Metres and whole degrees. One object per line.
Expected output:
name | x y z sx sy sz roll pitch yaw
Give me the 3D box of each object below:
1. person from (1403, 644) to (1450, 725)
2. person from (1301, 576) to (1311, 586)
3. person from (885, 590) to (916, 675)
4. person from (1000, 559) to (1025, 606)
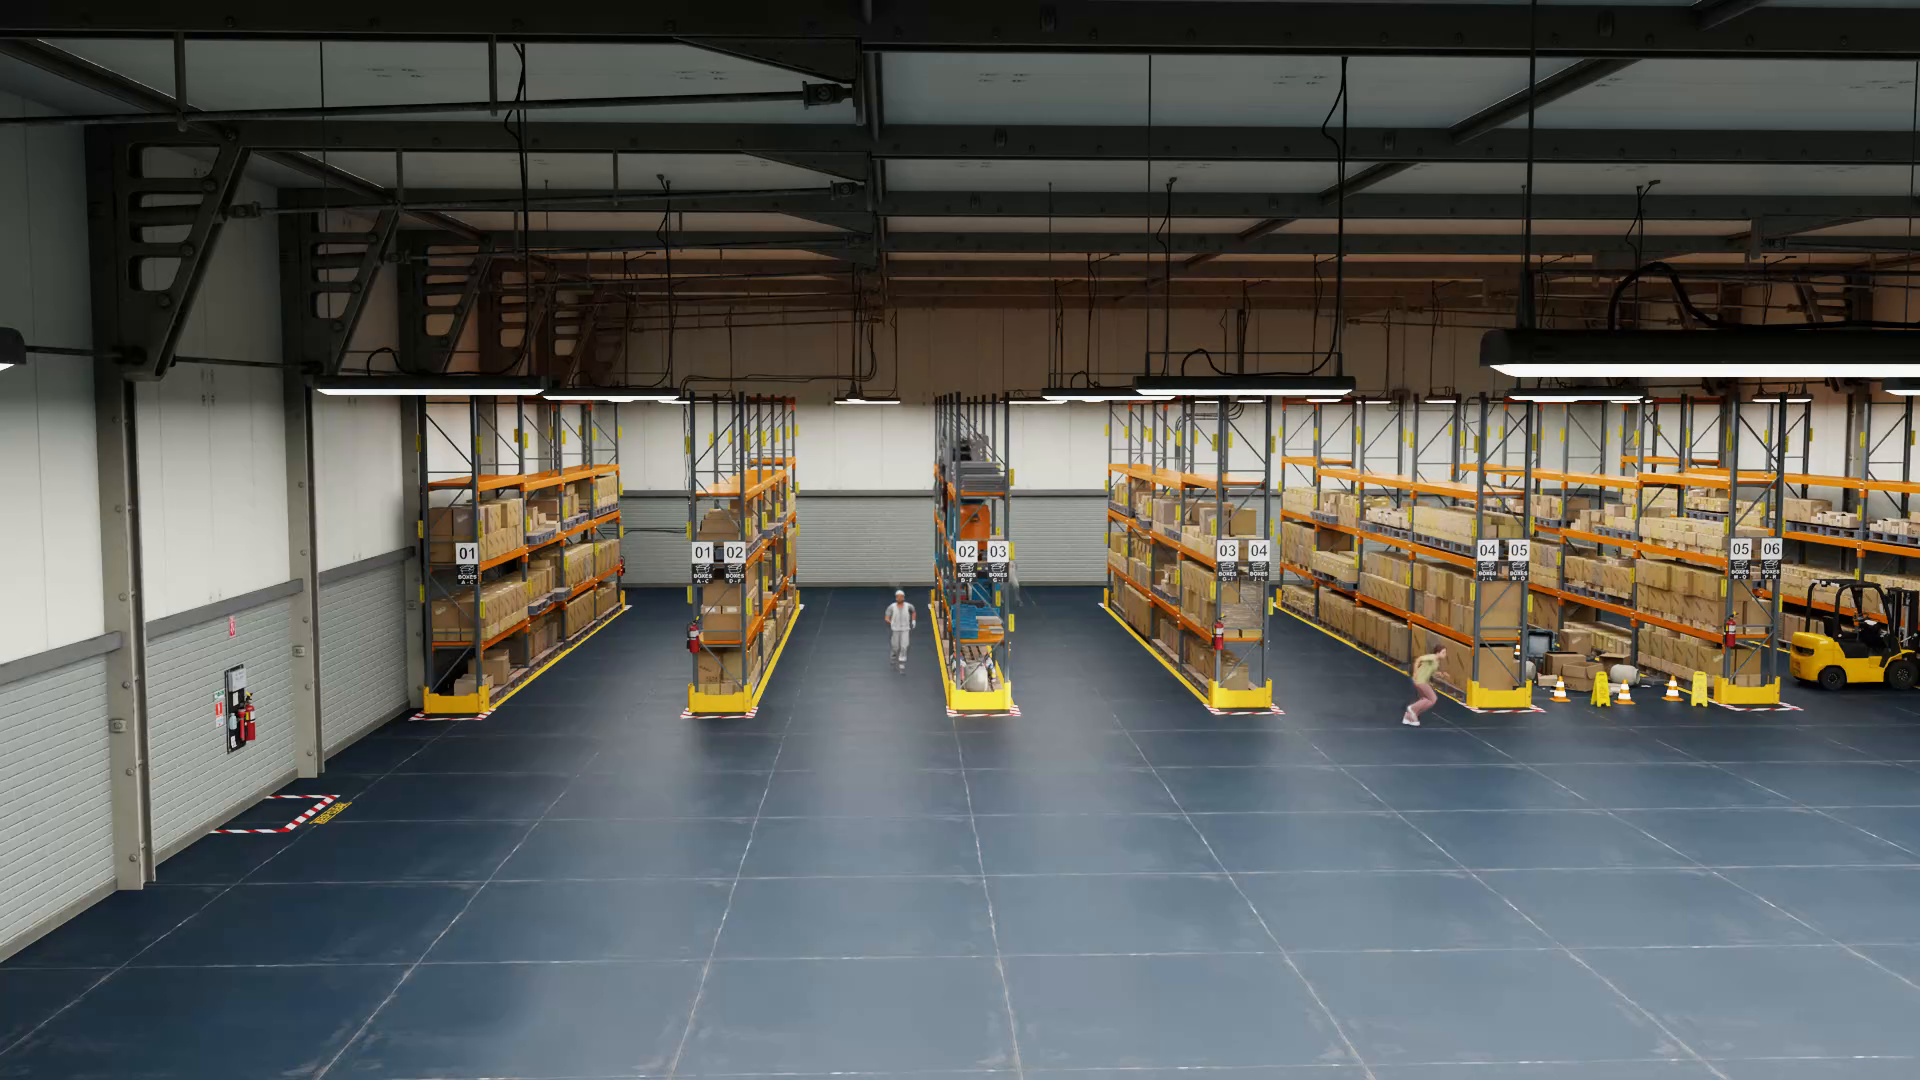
person | 8.326 2.596 29.736 0.812 1.500 0.607 3 5 33
person | 10.392 0.989 49.405 0.711 1.592 0.533 -1 5 -17
person | -1.280 1.968 35.833 0.667 1.786 0.956 0 5 -5
person | 1.334 1.030 47.948 0.739 1.784 0.854 -4 6 -44
